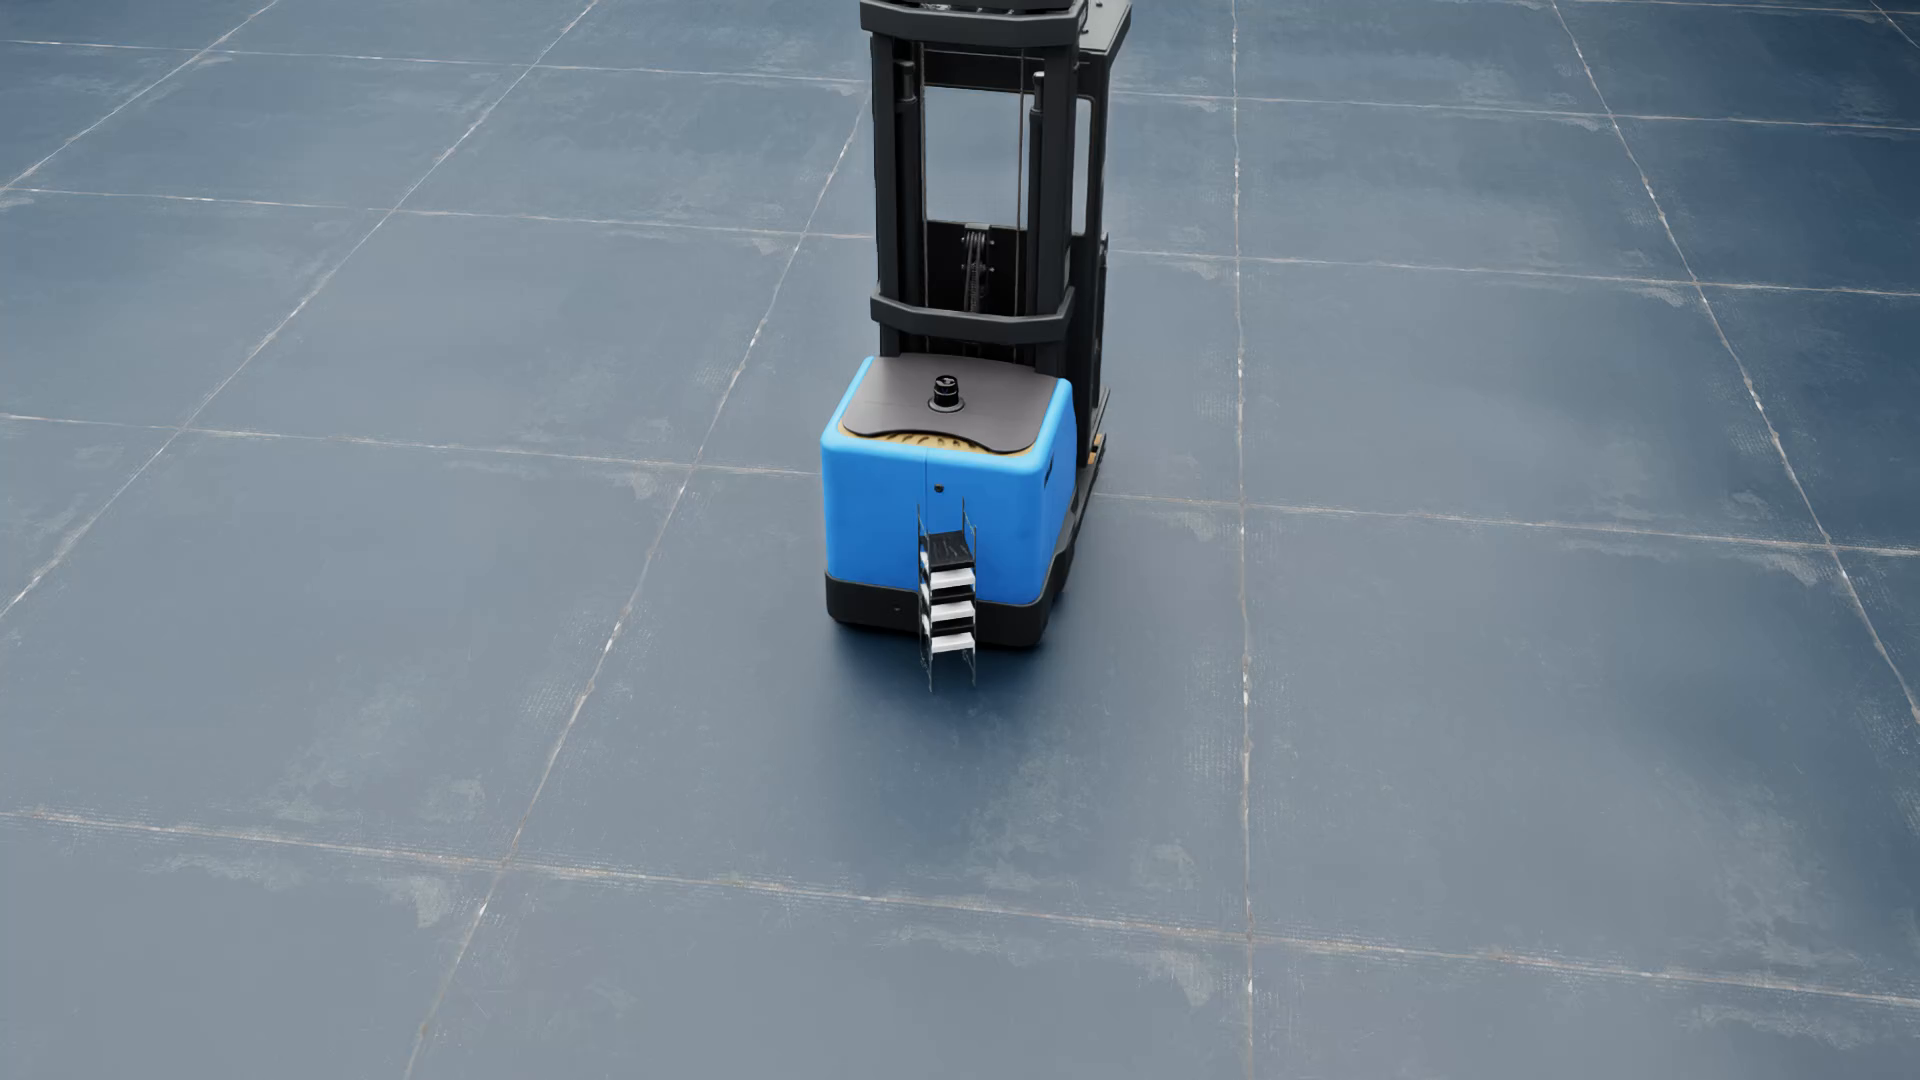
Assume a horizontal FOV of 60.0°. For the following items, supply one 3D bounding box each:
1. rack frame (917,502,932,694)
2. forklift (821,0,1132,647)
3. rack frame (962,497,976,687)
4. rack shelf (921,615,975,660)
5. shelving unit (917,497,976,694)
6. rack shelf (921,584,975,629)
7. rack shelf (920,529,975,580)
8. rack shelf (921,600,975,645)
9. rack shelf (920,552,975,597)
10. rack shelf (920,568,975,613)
[{"bbox_3d":[-0.158,0.270,7.455,0.006,0.900,0.240,-8,36,-11],"label":"rack frame"},{"bbox_3d":[0.192,-1.547,8.251,1.130,2.935,3.031,8,36,11],"label":"forklift"},{"bbox_3d":[0.040,0.243,7.492,0.006,0.900,0.240,-8,36,-11],"label":"rack frame"},{"bbox_3d":[-0.059,0.430,7.597,0.200,0.077,0.258,-8,36,-11],"label":"rack shelf"},{"bbox_3d":[-0.059,0.256,7.473,0.210,0.900,0.258,-8,36,-11],"label":"shelving unit"},{"bbox_3d":[-0.059,0.283,7.493,0.200,0.077,0.258,-8,36,-11],"label":"rack shelf"},{"bbox_3d":[-0.059,0.063,7.336,0.200,0.077,0.258,-8,36,-11],"label":"rack shelf"},{"bbox_3d":[-0.059,0.356,7.545,0.200,0.077,0.258,-8,36,-11],"label":"rack shelf"},{"bbox_3d":[-0.059,0.137,7.388,0.200,0.077,0.258,-8,36,-11],"label":"rack shelf"},{"bbox_3d":[-0.059,0.210,7.441,0.200,0.077,0.258,-8,36,-11],"label":"rack shelf"}]
